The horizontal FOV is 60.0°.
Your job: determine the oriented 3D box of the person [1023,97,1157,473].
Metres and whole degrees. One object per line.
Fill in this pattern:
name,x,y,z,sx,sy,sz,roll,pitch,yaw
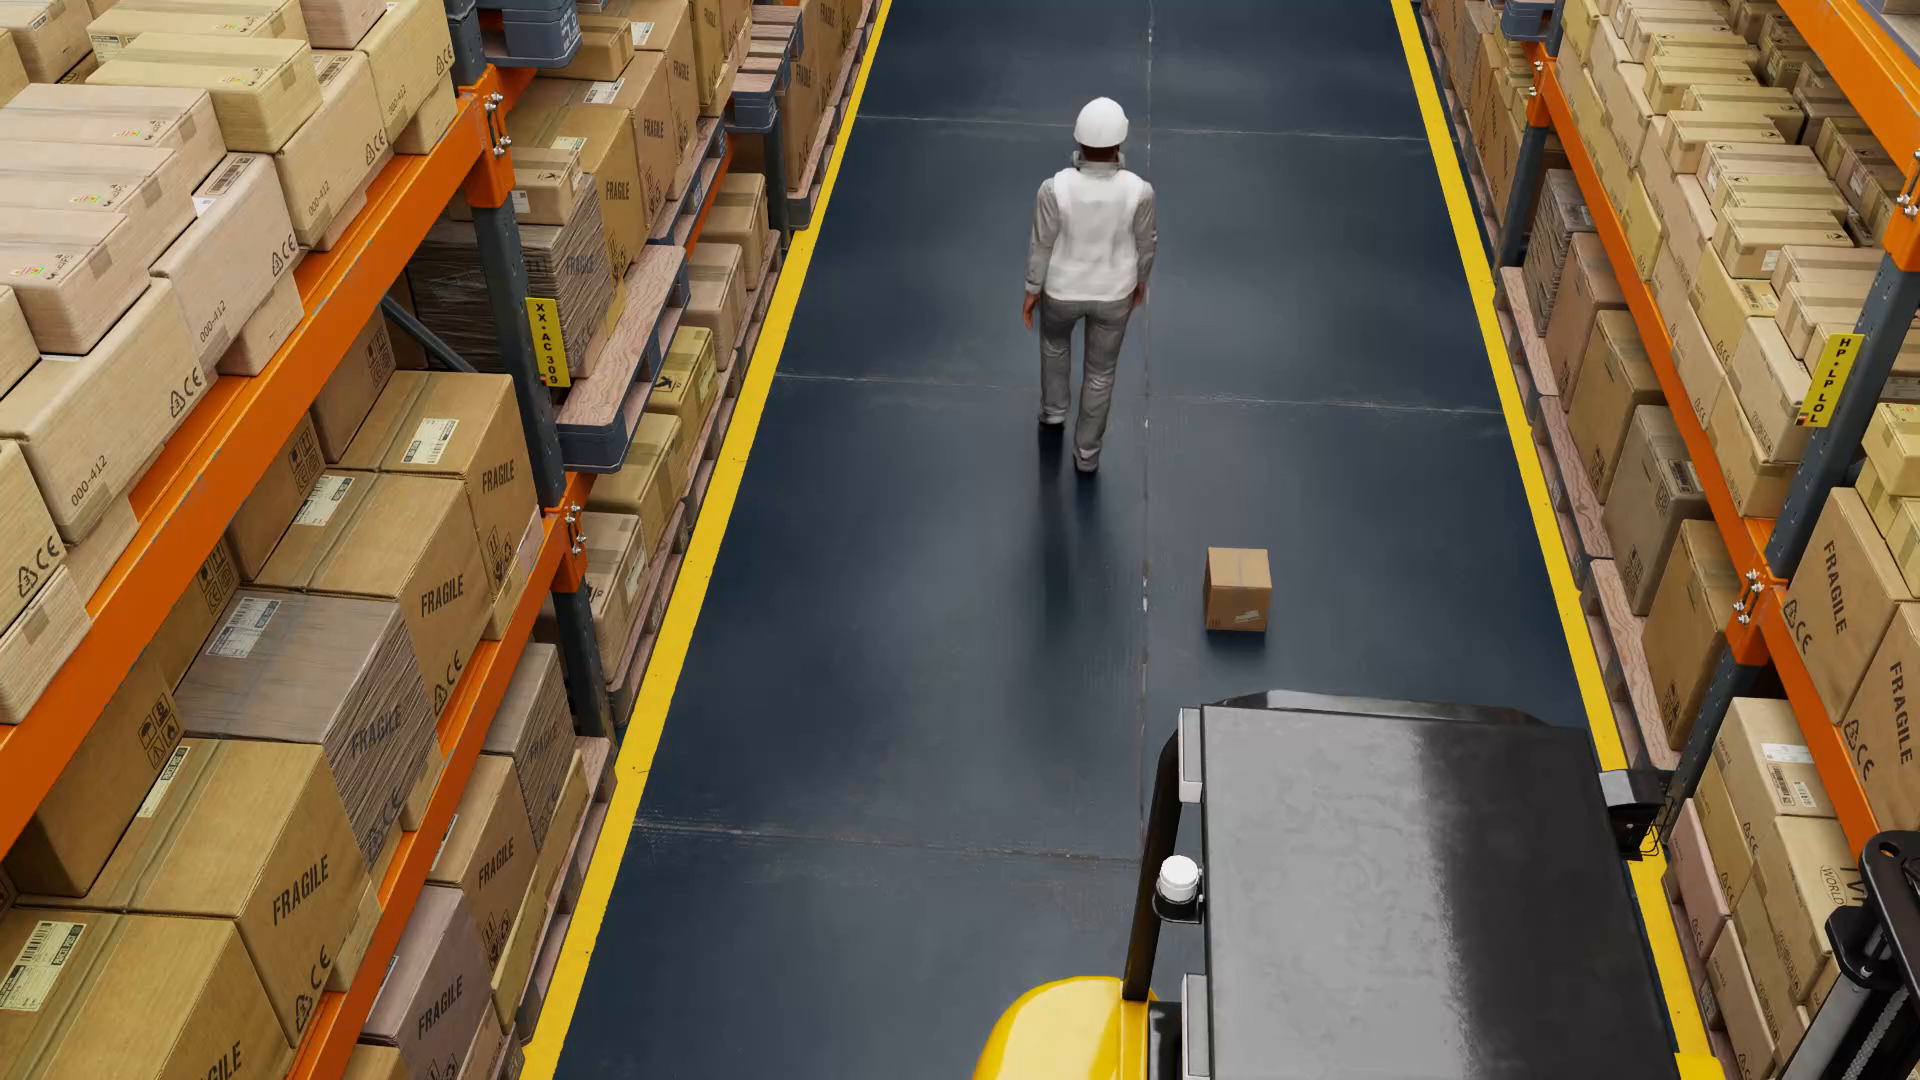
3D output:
person,0.582,-1.131,7.525,0.578,1.841,0.606,3,40,4
